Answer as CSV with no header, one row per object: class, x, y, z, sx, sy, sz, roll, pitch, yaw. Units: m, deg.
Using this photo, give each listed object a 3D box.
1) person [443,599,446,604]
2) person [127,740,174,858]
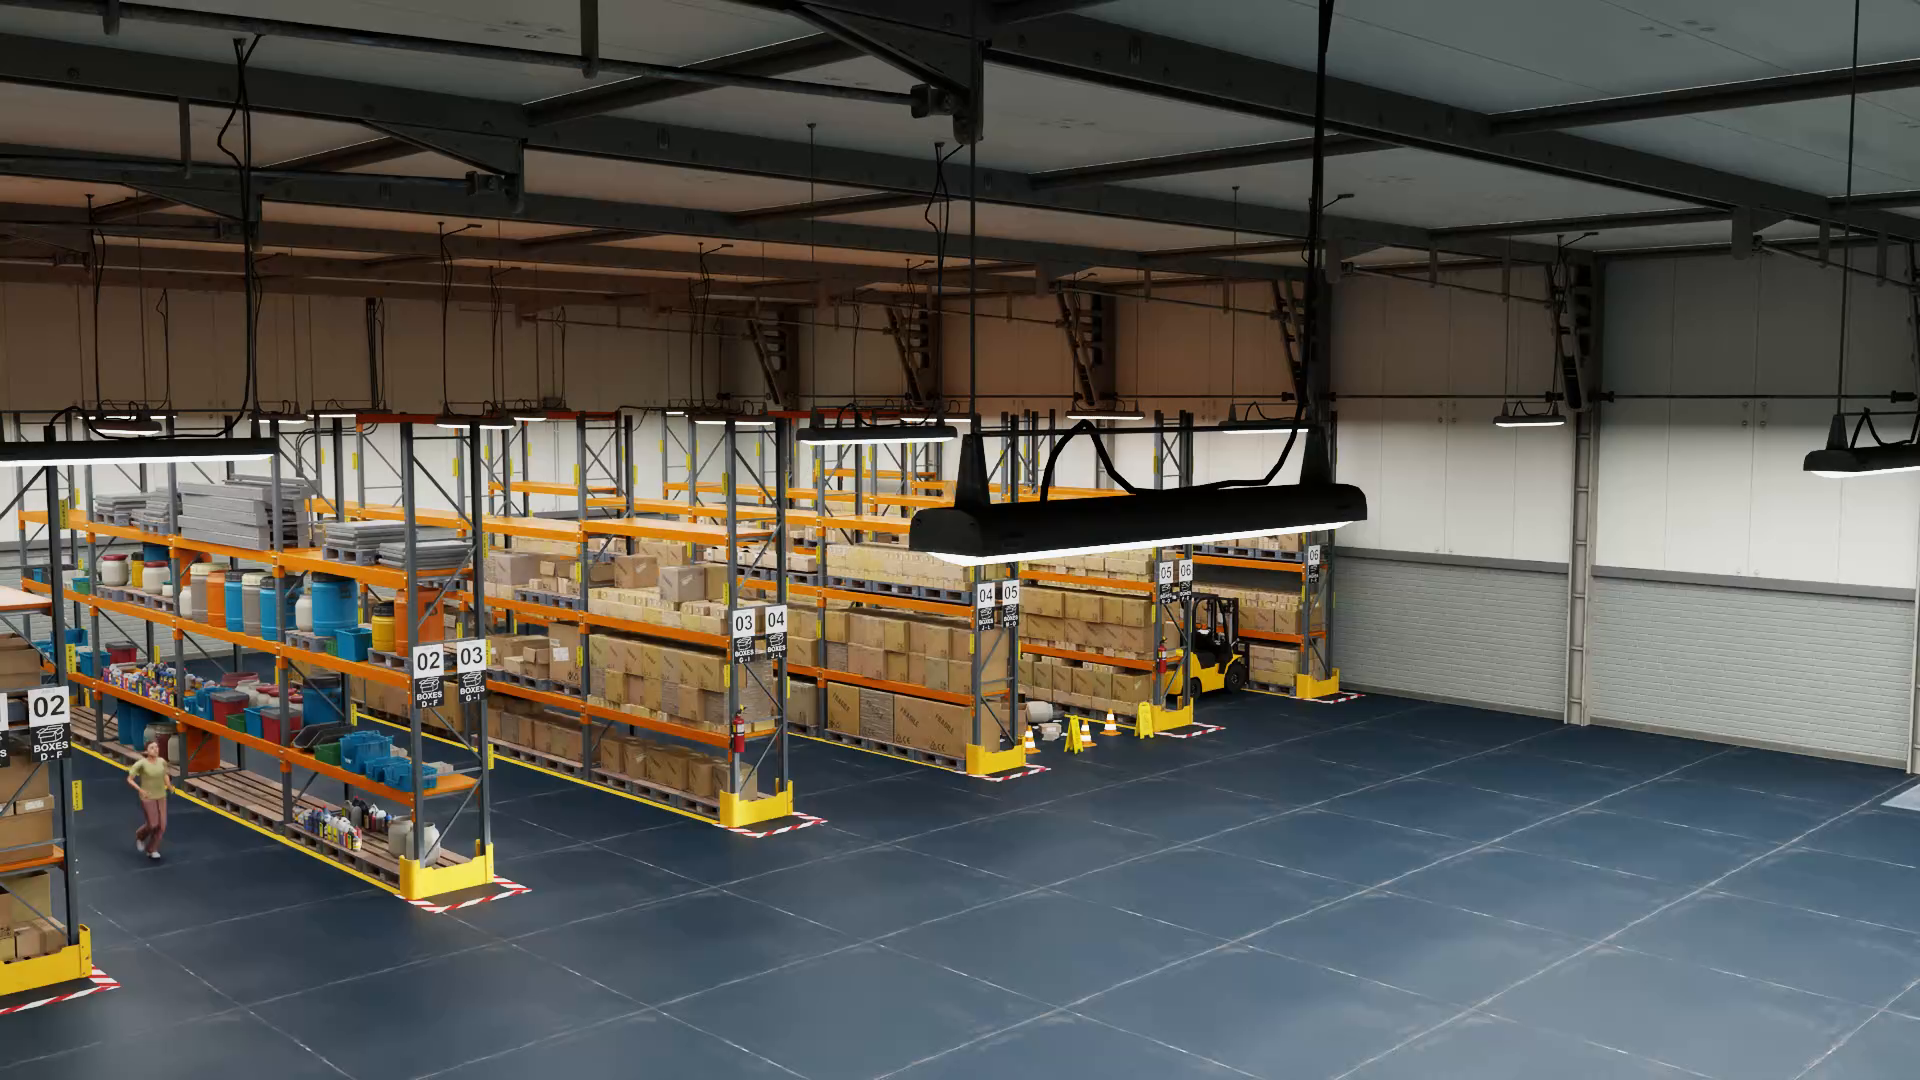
person,-12.155,2.180,38.629,0.696,1.637,0.662,-1,5,-8
person,-11.072,3.538,22.795,0.533,1.624,0.563,3,6,33
